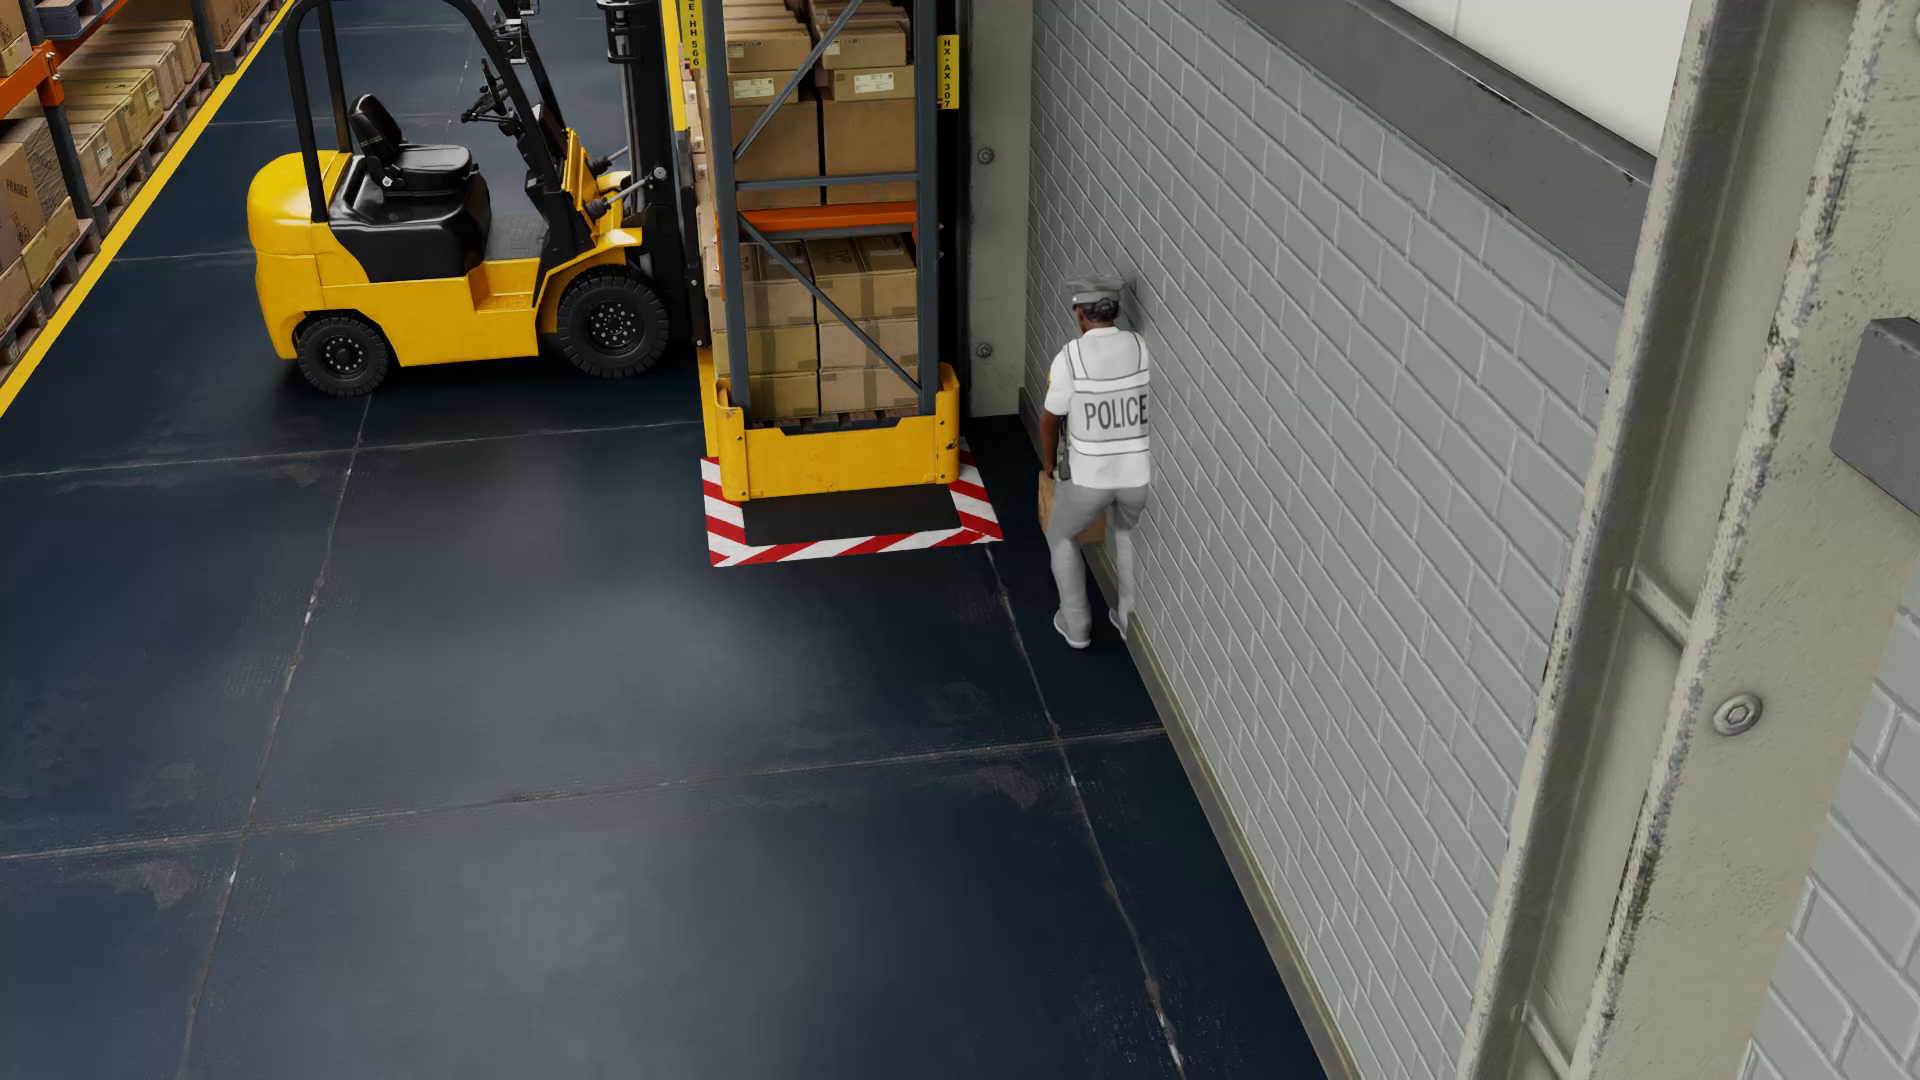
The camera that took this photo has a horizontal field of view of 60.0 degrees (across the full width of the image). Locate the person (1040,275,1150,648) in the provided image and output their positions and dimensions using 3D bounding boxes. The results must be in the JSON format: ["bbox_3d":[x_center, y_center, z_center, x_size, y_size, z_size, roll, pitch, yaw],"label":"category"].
[{"bbox_3d":[0.556,-0.293,6.732,0.476,1.564,0.540,-5,31,-8],"label":"person"}]
